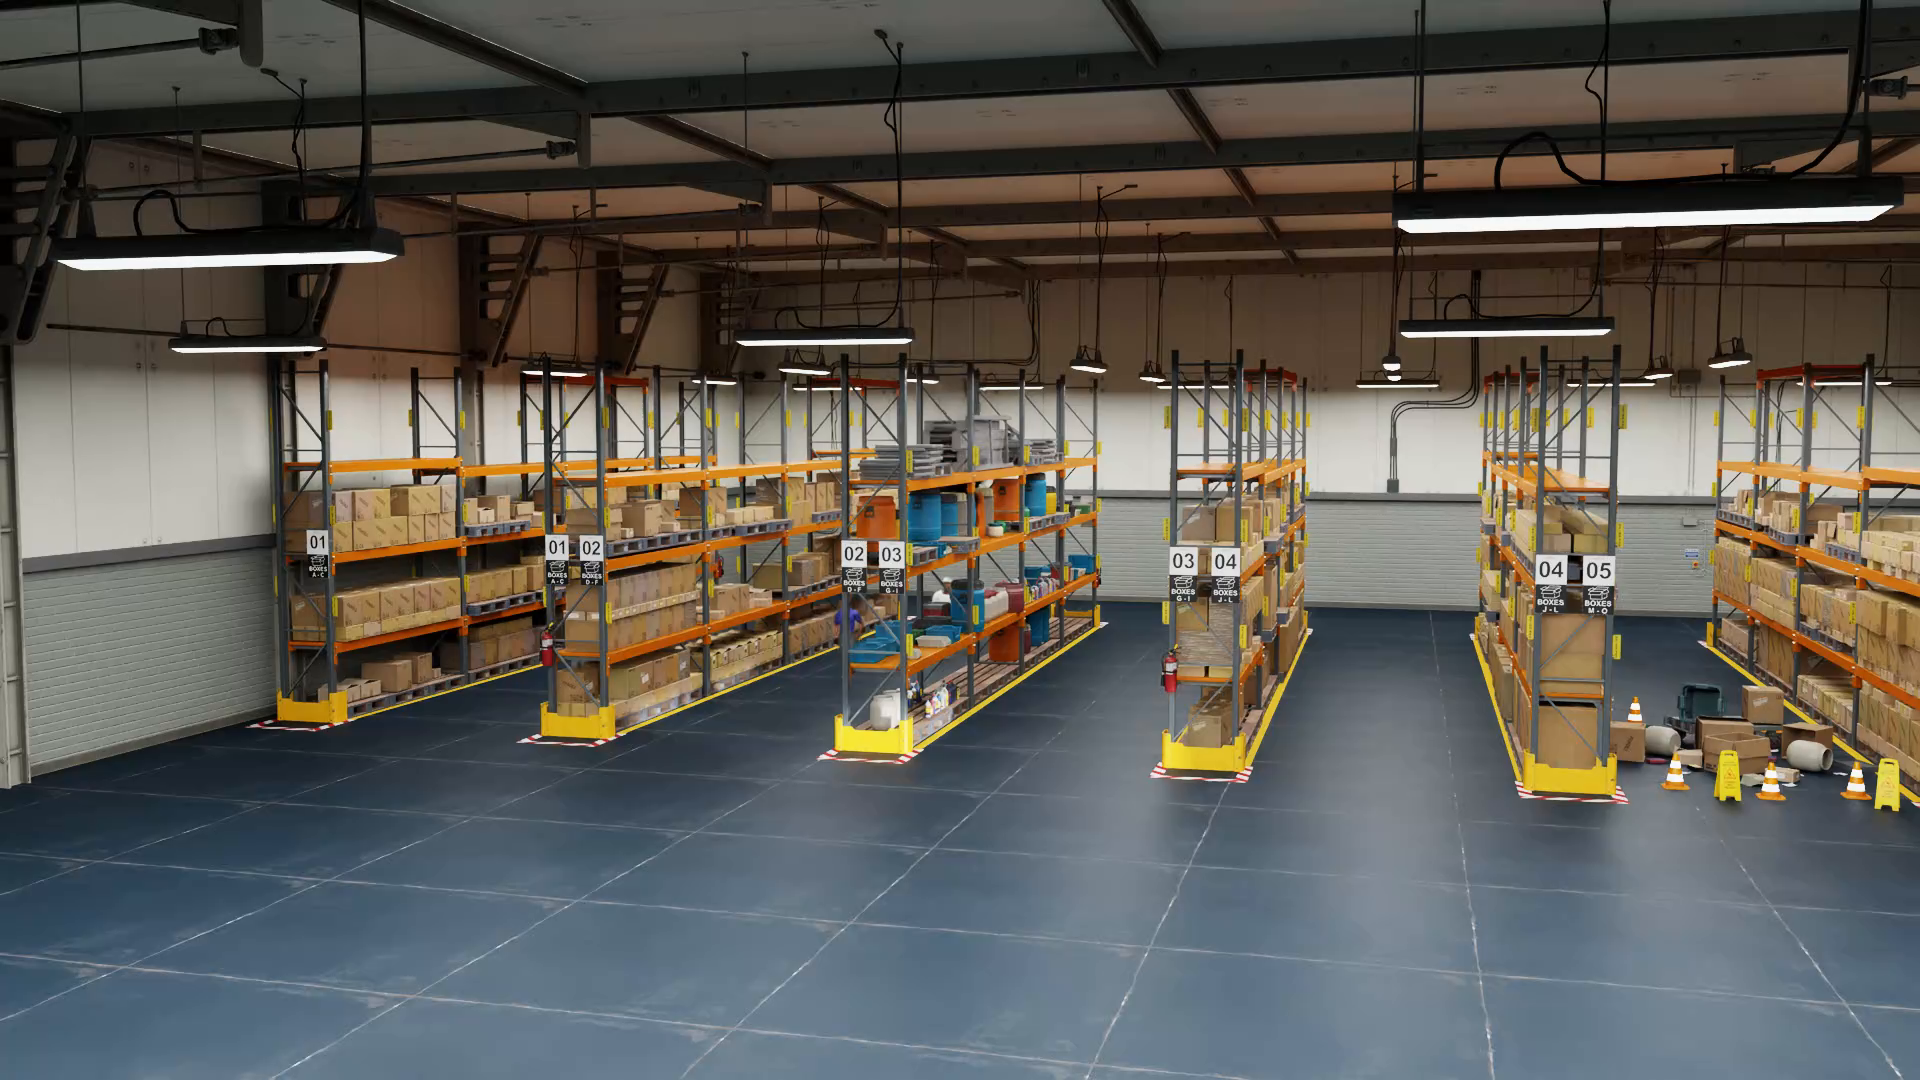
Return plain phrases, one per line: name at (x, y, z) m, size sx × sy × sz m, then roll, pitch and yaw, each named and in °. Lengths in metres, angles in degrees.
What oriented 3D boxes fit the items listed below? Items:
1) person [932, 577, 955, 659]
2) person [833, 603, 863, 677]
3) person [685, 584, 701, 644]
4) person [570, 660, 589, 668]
person at (-0.276, 1.638, 34.631) m, size 0.686 × 1.720 × 0.593 m, roll 1°, pitch 4°, yaw 8°
person at (-2.170, 1.910, 31.925) m, size 0.574 × 1.608 × 0.497 m, roll 1°, pitch 4°, yaw 9°
person at (-5.977, 1.530, 36.400) m, size 0.578 × 1.684 × 0.933 m, roll 0°, pitch 4°, yaw 2°
person at (-6.895, 1.990, 30.284) m, size 0.585 × 1.695 × 0.727 m, roll 1°, pitch 4°, yaw 15°
